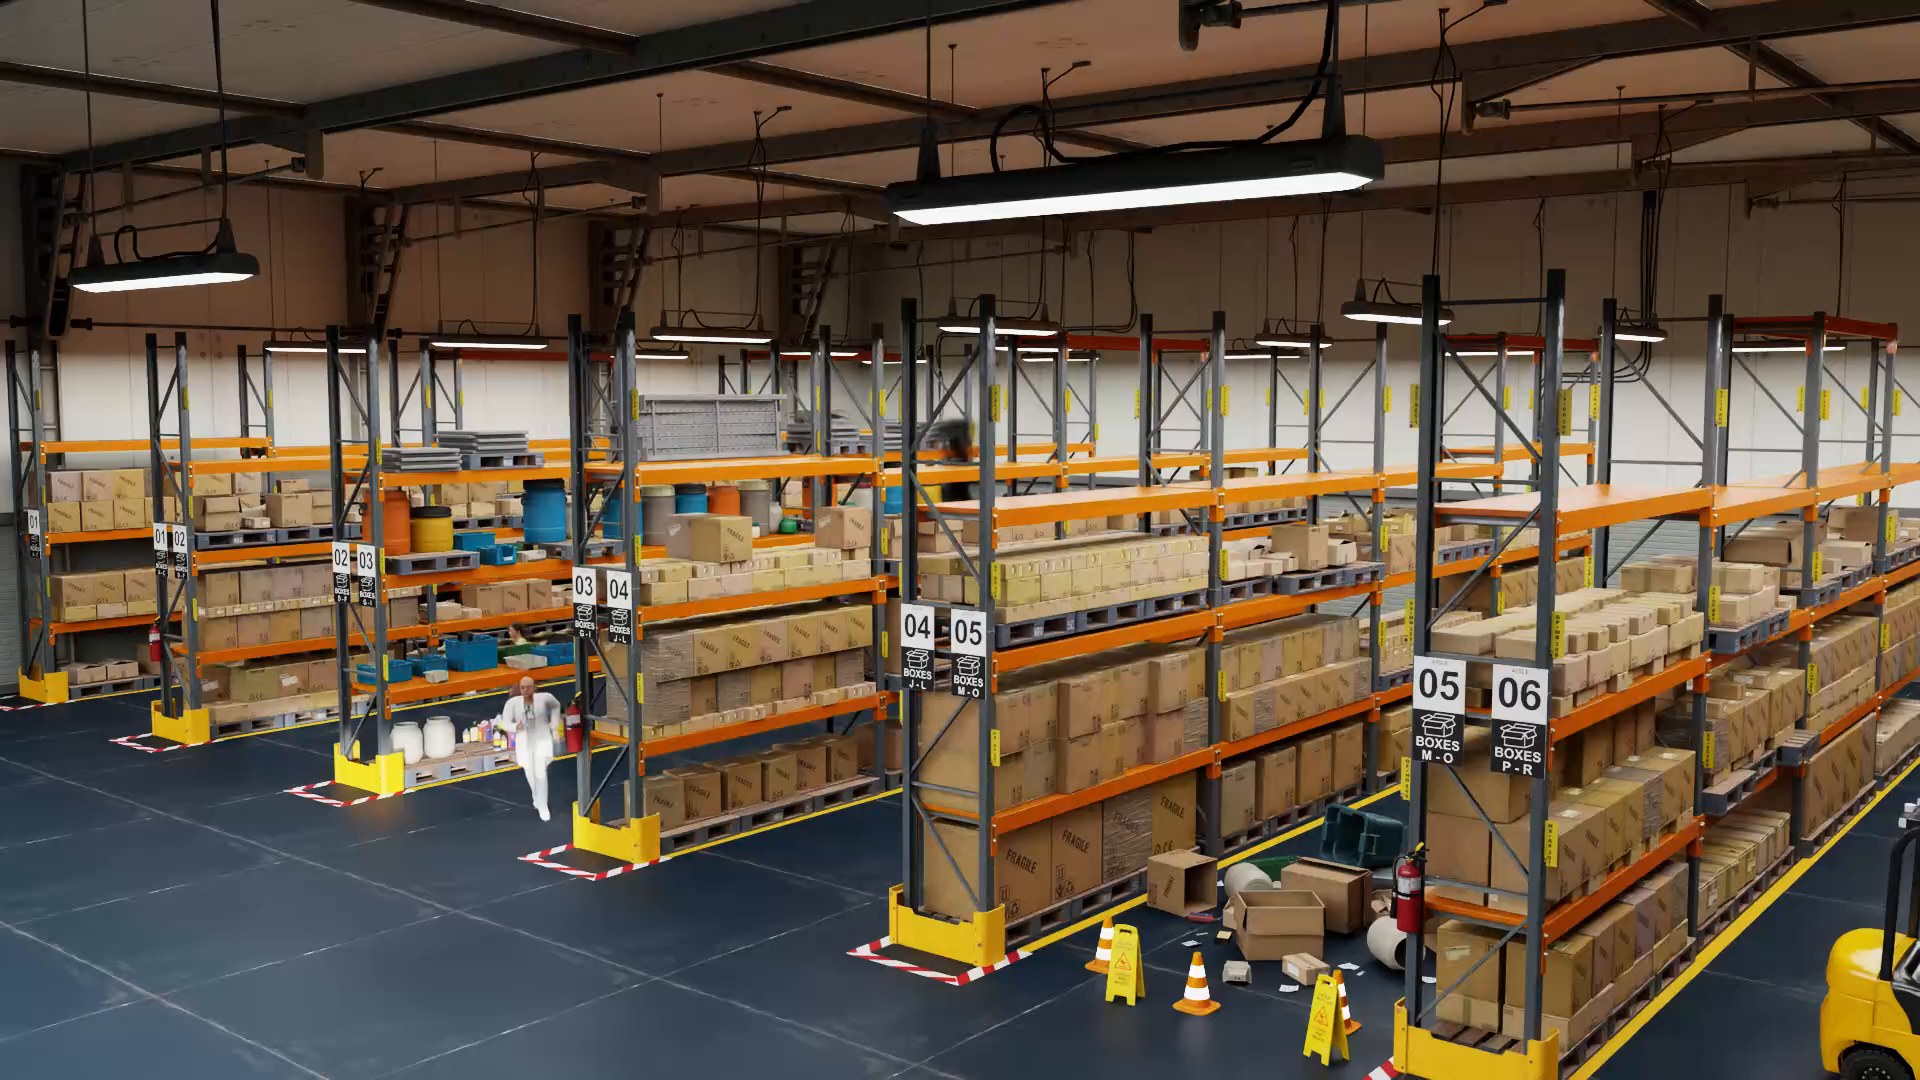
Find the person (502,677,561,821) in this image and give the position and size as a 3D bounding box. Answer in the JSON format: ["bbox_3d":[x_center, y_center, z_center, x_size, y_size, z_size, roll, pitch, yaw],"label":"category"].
[{"bbox_3d":[-5.178,2.487,20.138,0.627,1.732,1.037,0,5,-2],"label":"person"}]

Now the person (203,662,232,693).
[{"bbox_3d":[-12.223,1.913,27.177,0.486,1.694,0.792,1,5,12],"label":"person"}]

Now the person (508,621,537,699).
[{"bbox_3d":[-6.754,2.056,25.499,0.761,1.663,0.627,-2,5,-17],"label":"person"}]
